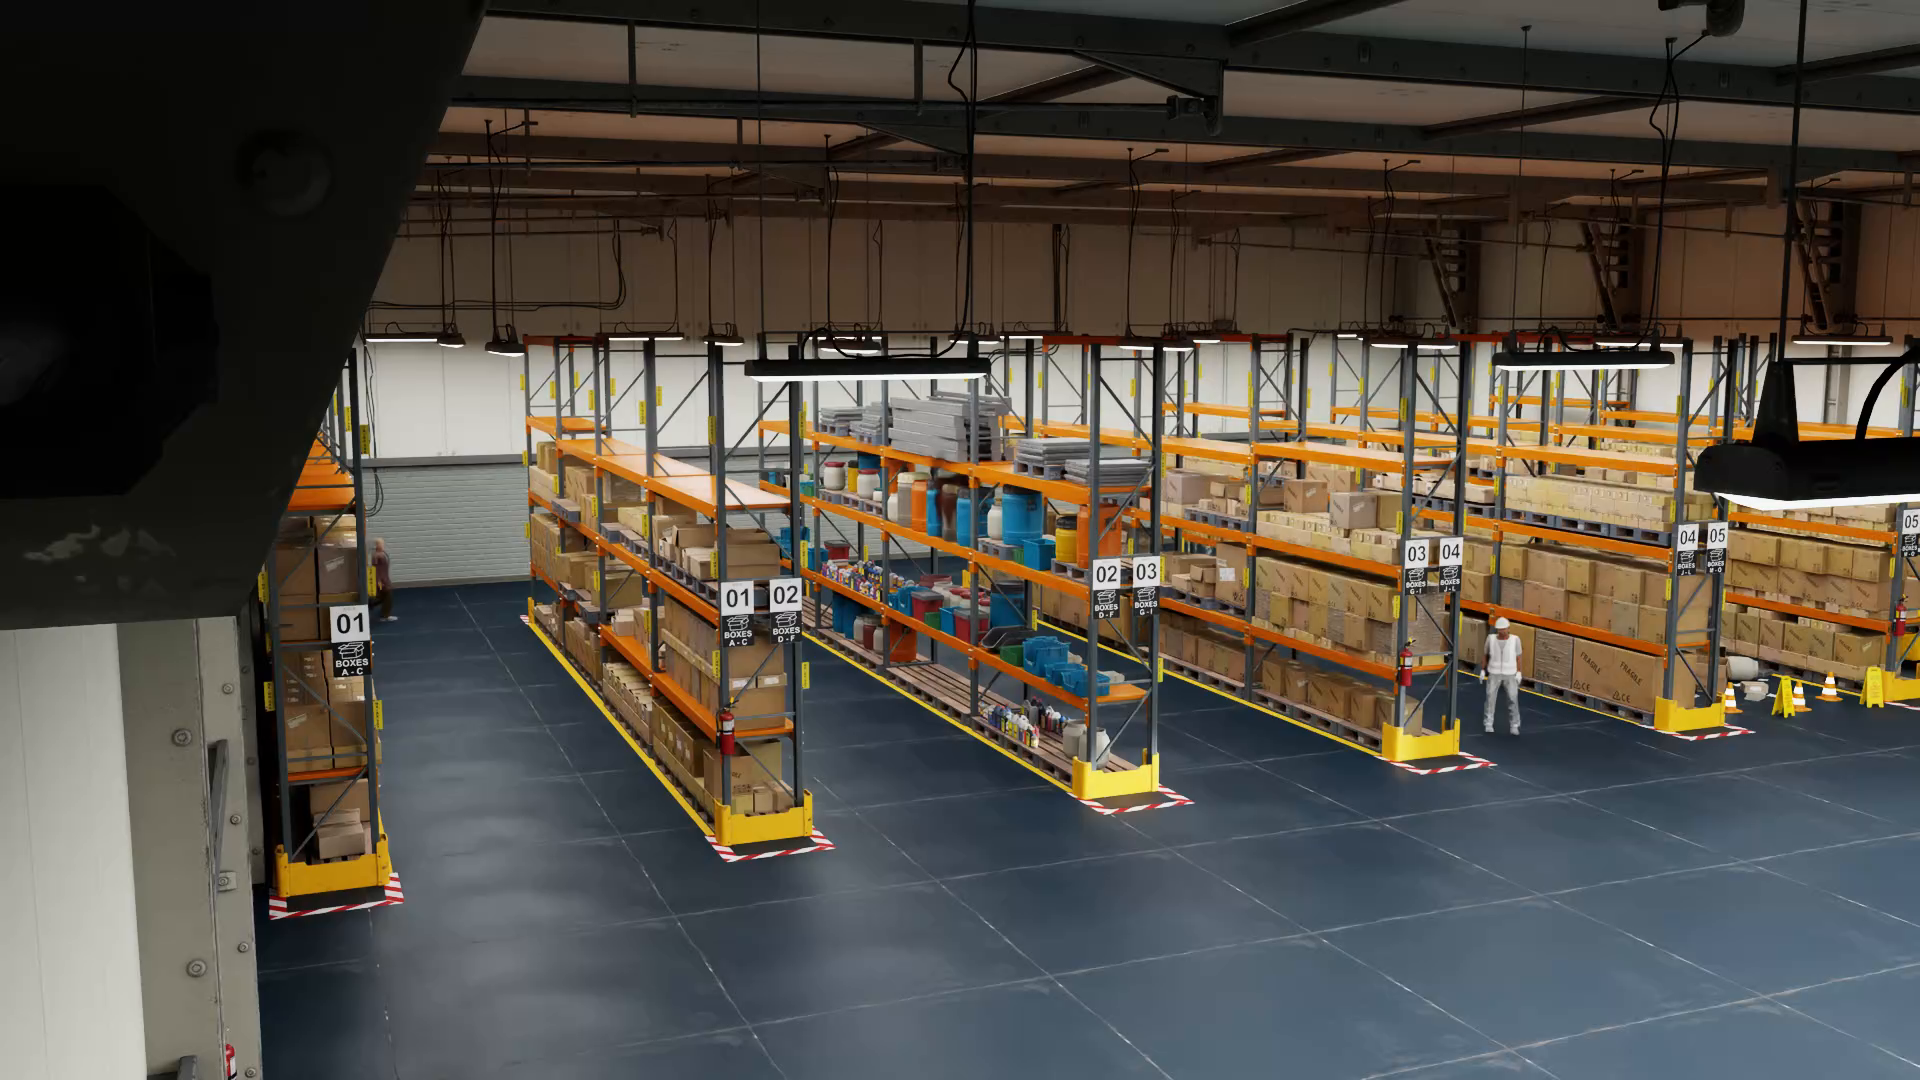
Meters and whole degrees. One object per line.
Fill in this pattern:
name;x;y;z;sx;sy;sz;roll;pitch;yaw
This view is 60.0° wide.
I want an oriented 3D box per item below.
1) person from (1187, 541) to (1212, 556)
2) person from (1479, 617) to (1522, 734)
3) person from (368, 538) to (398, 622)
person;6.224;-0.332;43.606;0.640;1.744;0.988;6;10;40
person;8.284;2.061;25.468;0.633;1.783;0.414;2;8;17
person;-12.145;0.829;34.710;0.704;1.745;0.609;-3;8;-22
